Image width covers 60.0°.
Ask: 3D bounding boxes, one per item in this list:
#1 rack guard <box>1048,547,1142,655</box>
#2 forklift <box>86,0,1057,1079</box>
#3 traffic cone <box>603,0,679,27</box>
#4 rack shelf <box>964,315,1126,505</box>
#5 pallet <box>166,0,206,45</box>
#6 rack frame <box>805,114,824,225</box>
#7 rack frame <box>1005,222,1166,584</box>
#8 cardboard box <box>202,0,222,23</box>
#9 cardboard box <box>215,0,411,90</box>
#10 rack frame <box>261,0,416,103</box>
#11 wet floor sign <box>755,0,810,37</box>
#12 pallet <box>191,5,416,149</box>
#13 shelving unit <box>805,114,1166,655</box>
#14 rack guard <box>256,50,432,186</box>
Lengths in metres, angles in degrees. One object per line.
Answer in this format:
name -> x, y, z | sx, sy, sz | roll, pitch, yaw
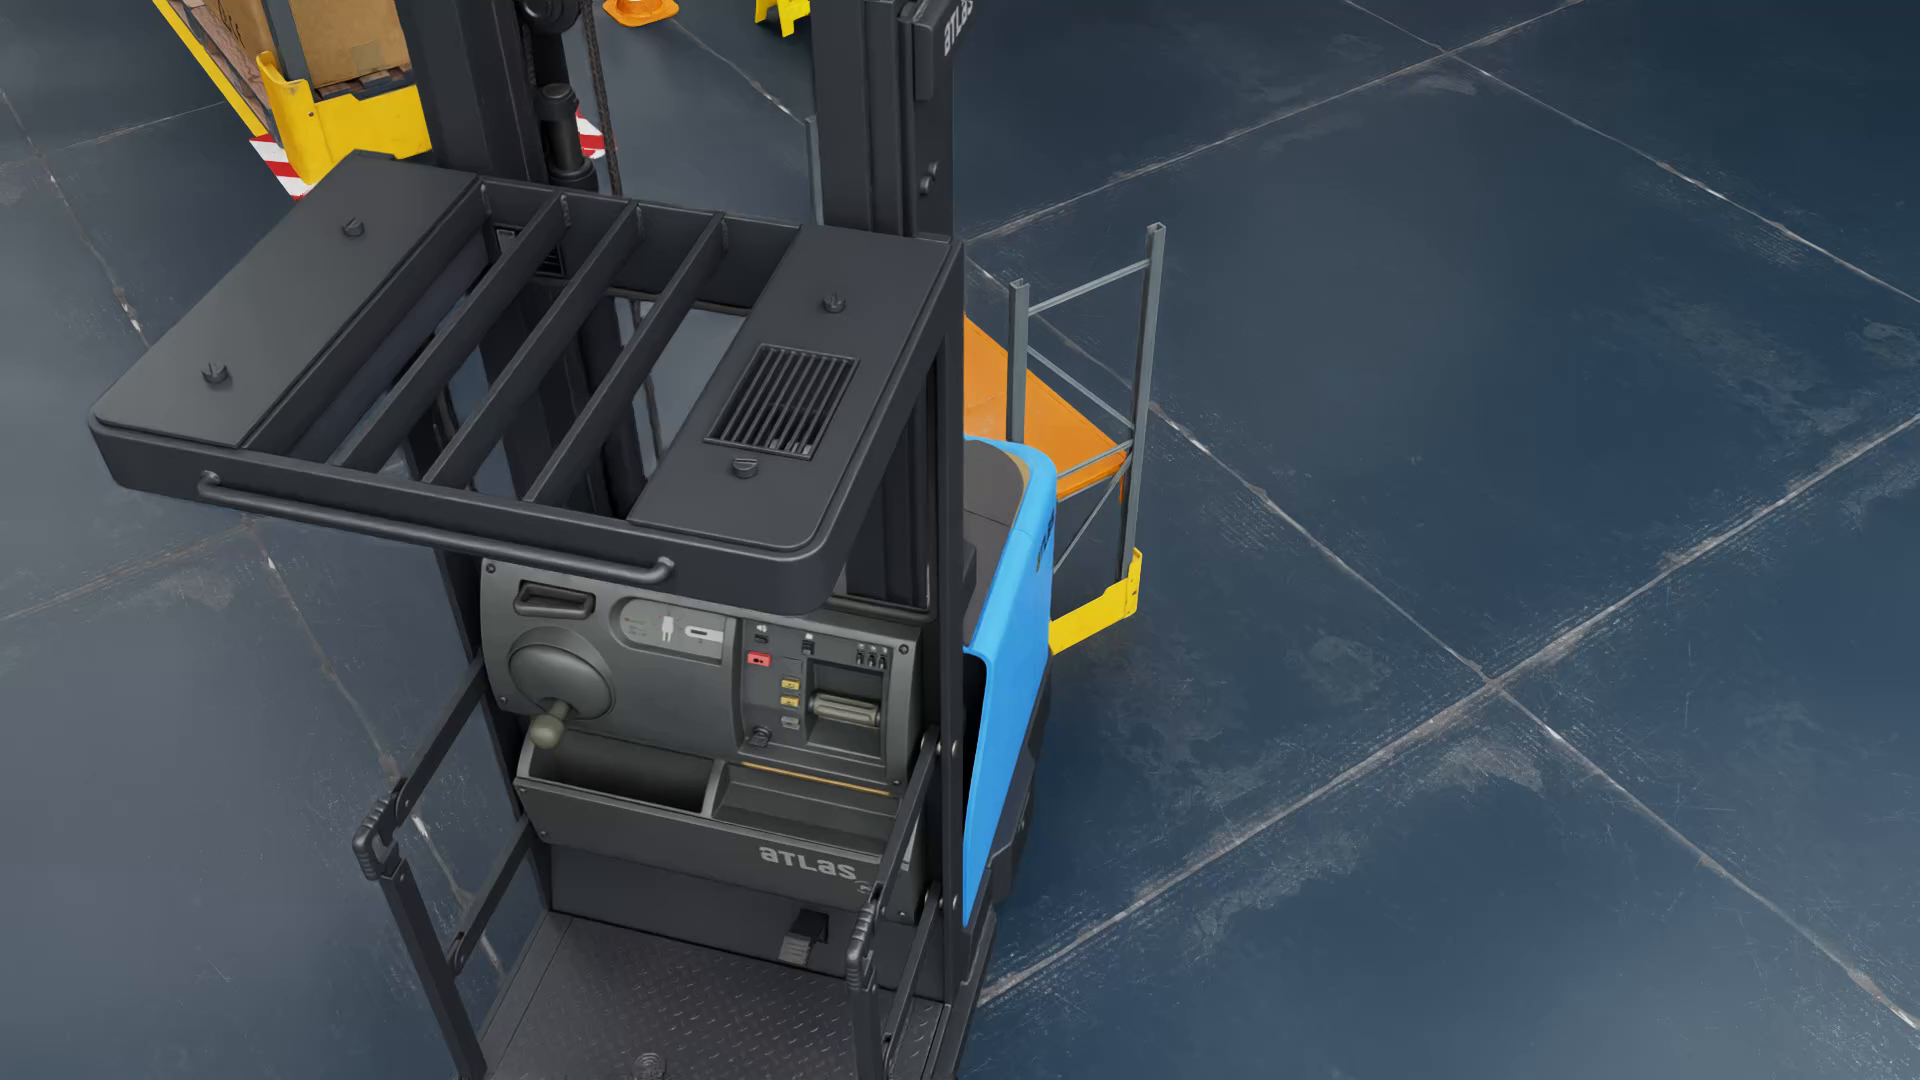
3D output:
rack guard -> 0.329, 0.235, 5.323 | 0.587, 0.250, 0.087 | -26, 49, -24
forklift -> -0.594, 0.371, 3.239 | 1.130, 2.935, 3.031 | 10, 45, 11
traffic cone -> -1.657, -2.927, 8.480 | 0.336, 0.463, 0.334 | -26, 49, -24
rack shelf -> 0.049, -0.364, 5.306 | 0.538, 0.185, 1.000 | -26, 49, -24
pallet -> -3.733, -3.086, 8.830 | 1.003, 0.211, 1.213 | -26, 49, -24
rack frame -> -0.242, -0.782, 5.483 | 0.500, 1.500, 0.032 | -26, 49, -24
rack frame -> 0.340, -0.206, 4.880 | 0.500, 1.500, 0.032 | -26, 49, -24
cardboard box -> -3.465, -3.221, 8.187 | 0.875, 0.875, 0.875 | -26, 50, -25
cardboard box -> -2.960, -2.724, 7.665 | 0.875, 0.875, 0.875 | -25, 49, -24
rack frame -> -2.518, -2.982, 6.702 | 1.000, 3.000, 0.127 | -26, 49, -24
wet floor sign -> -0.877, -2.897, 8.317 | 0.267, 0.644, 0.232 | -35, 53, -31
pallet -> -3.040, -2.396, 8.107 | 1.003, 0.211, 1.213 | -26, 49, -24
shelving unit -> 0.044, -0.499, 5.187 | 0.587, 1.500, 1.083 | -26, 49, -24
rack guard -> -2.504, -2.065, 7.551 | 1.175, 0.500, 0.348 | -26, 49, -24
